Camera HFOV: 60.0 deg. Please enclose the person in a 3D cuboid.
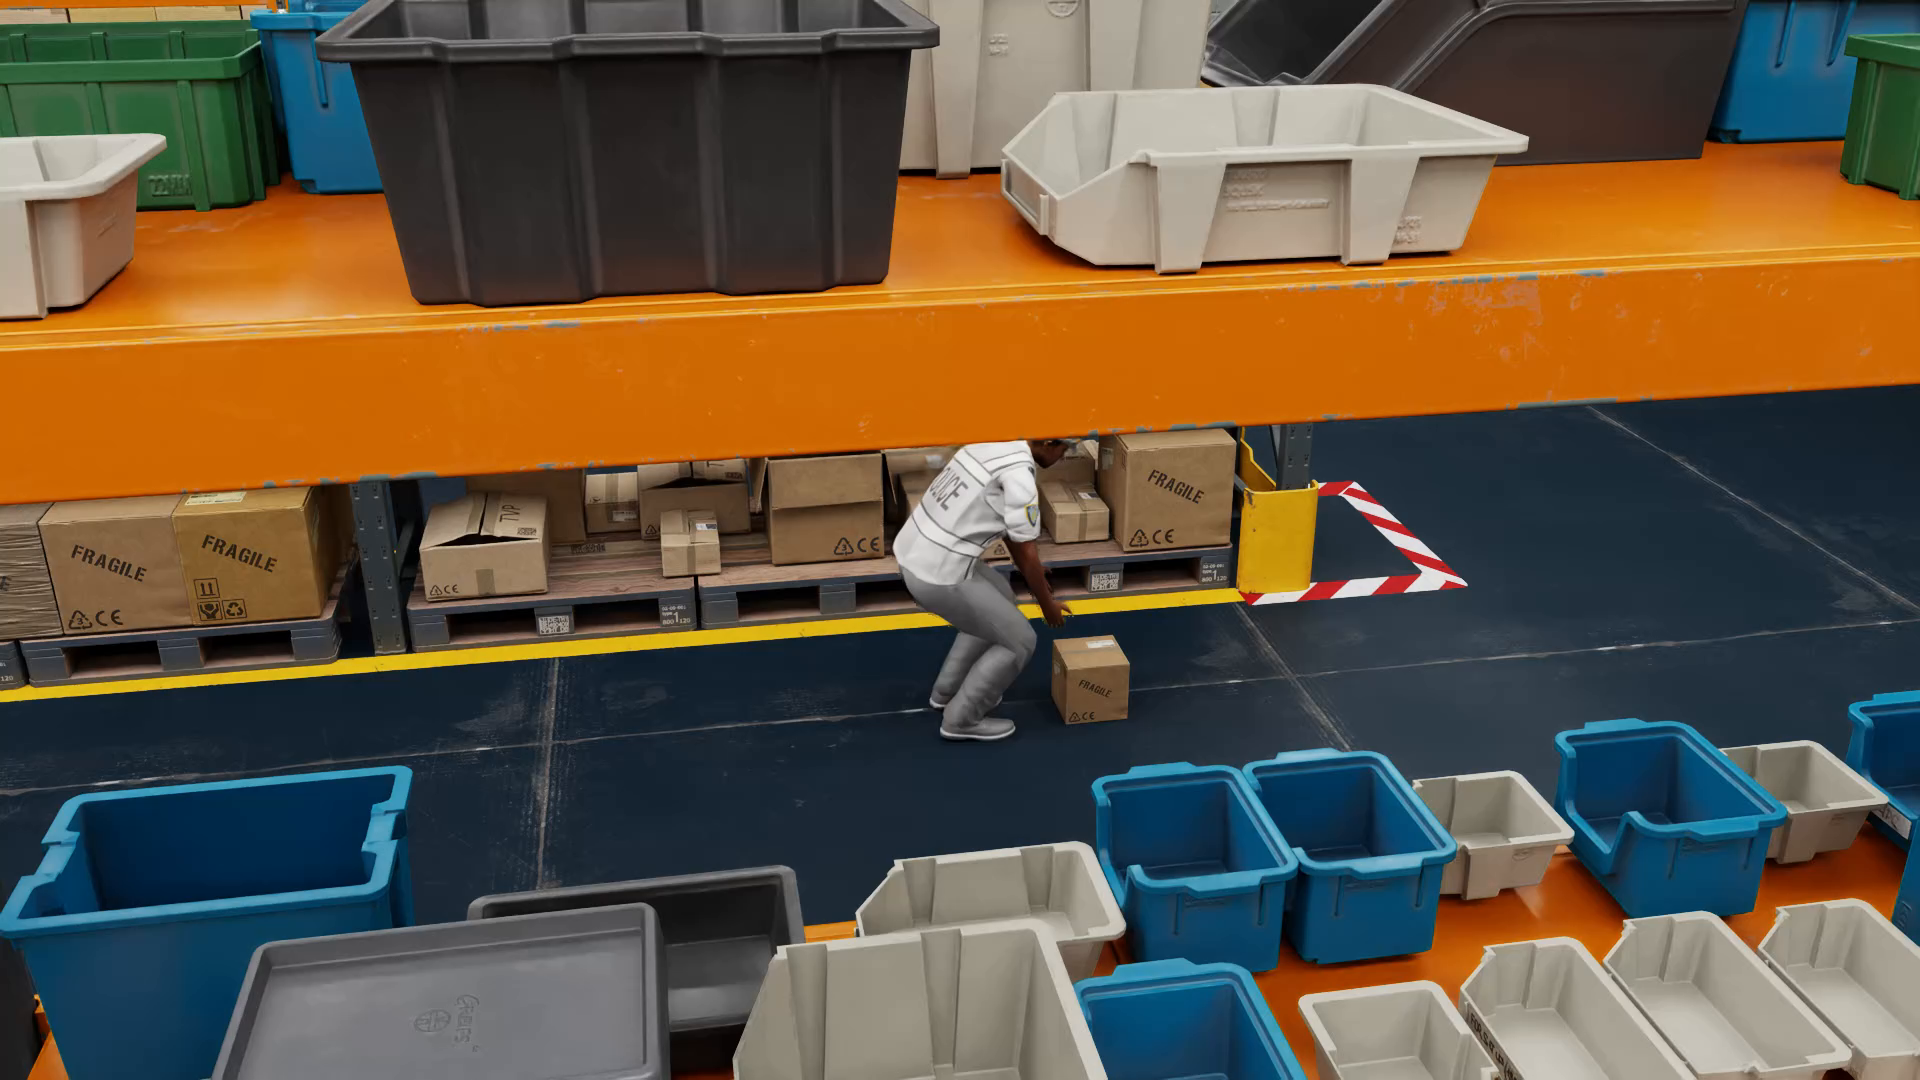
[{"bbox_3d":[0.120,0.093,6.347,0.756,1.303,0.499,-4,24,-10],"label":"person"}]
